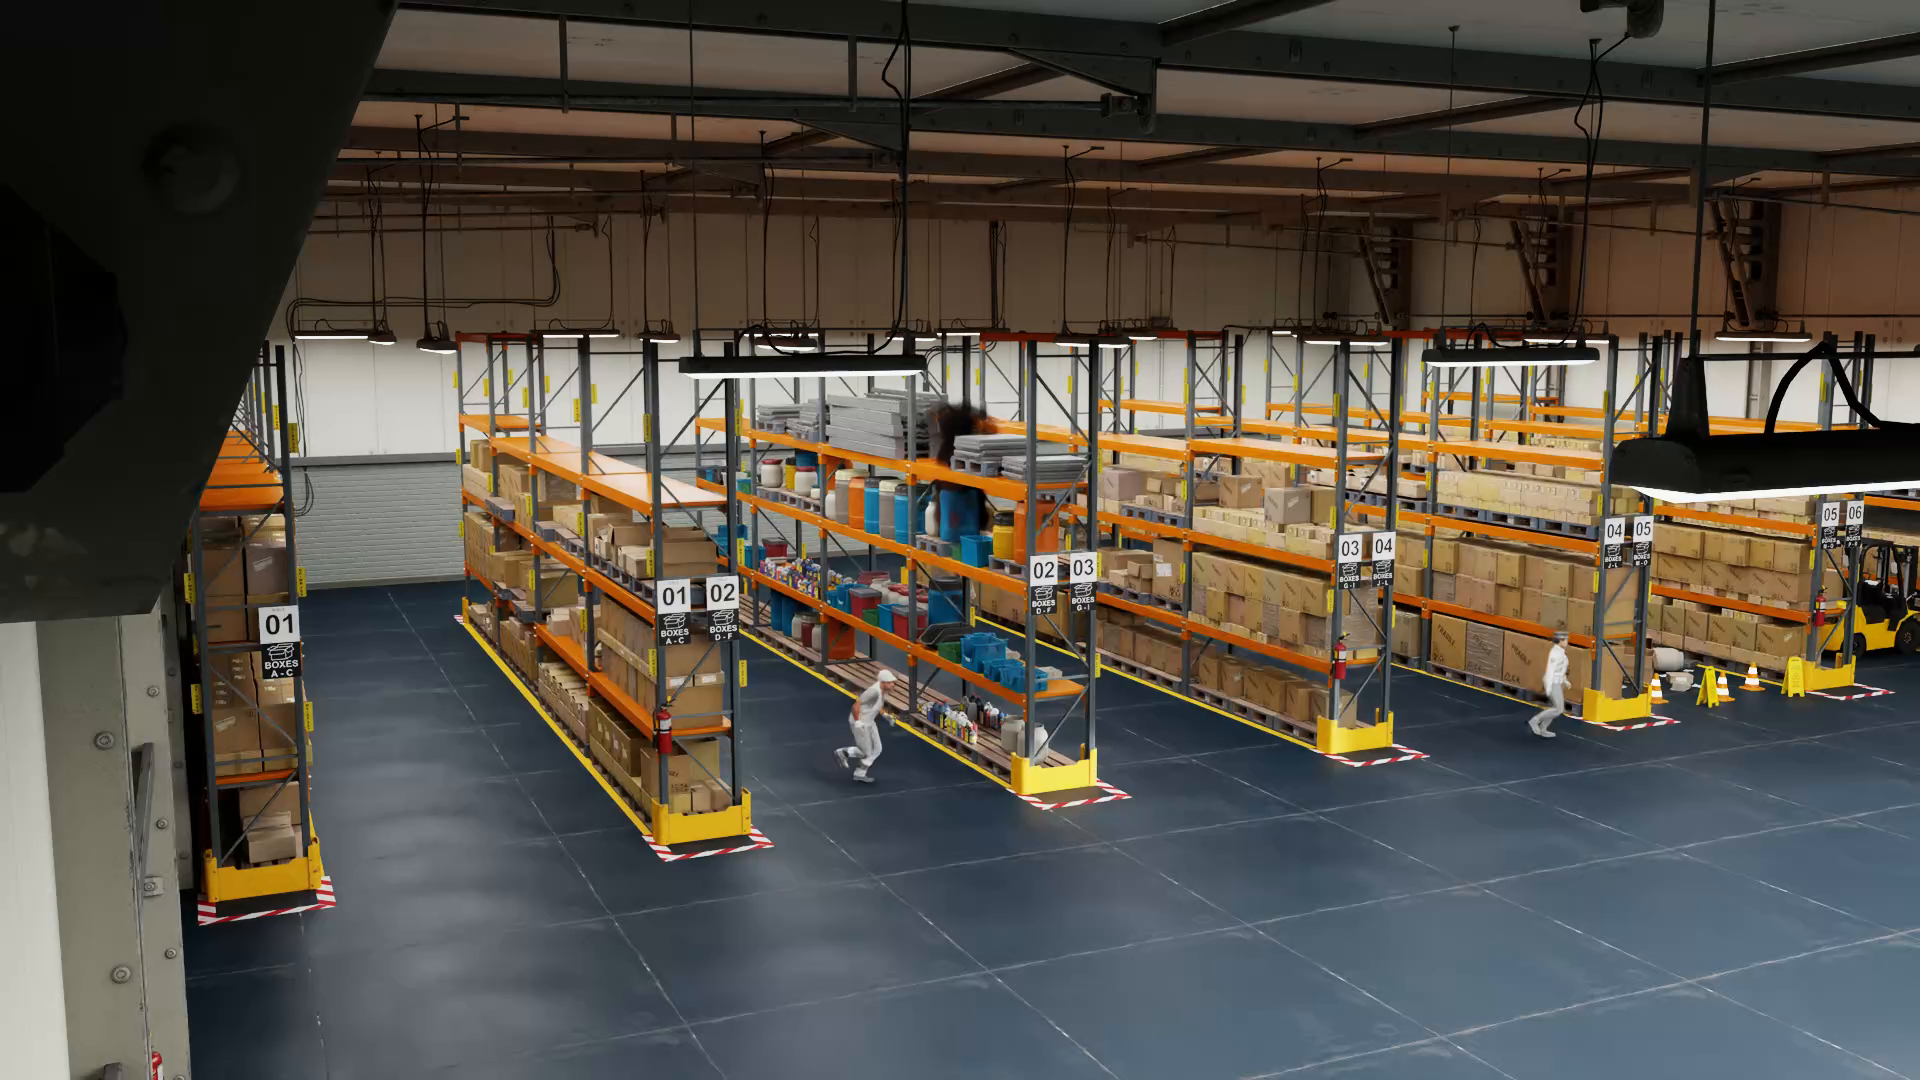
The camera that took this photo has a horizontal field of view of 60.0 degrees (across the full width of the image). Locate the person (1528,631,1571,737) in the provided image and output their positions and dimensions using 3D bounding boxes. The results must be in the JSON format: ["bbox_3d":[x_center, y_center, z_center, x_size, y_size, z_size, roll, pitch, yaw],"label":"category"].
[{"bbox_3d":[8.890,2.162,25.030,0.563,1.615,0.685,3,8,23],"label":"person"}]

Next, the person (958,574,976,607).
[{"bbox_3d":[0.036,1.336,31.215,0.518,1.640,0.729,-4,9,-26],"label":"person"}]

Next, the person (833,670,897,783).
[{"bbox_3d":[-1.304,2.523,22.584,0.970,1.593,0.675,4,8,25],"label":"person"}]
